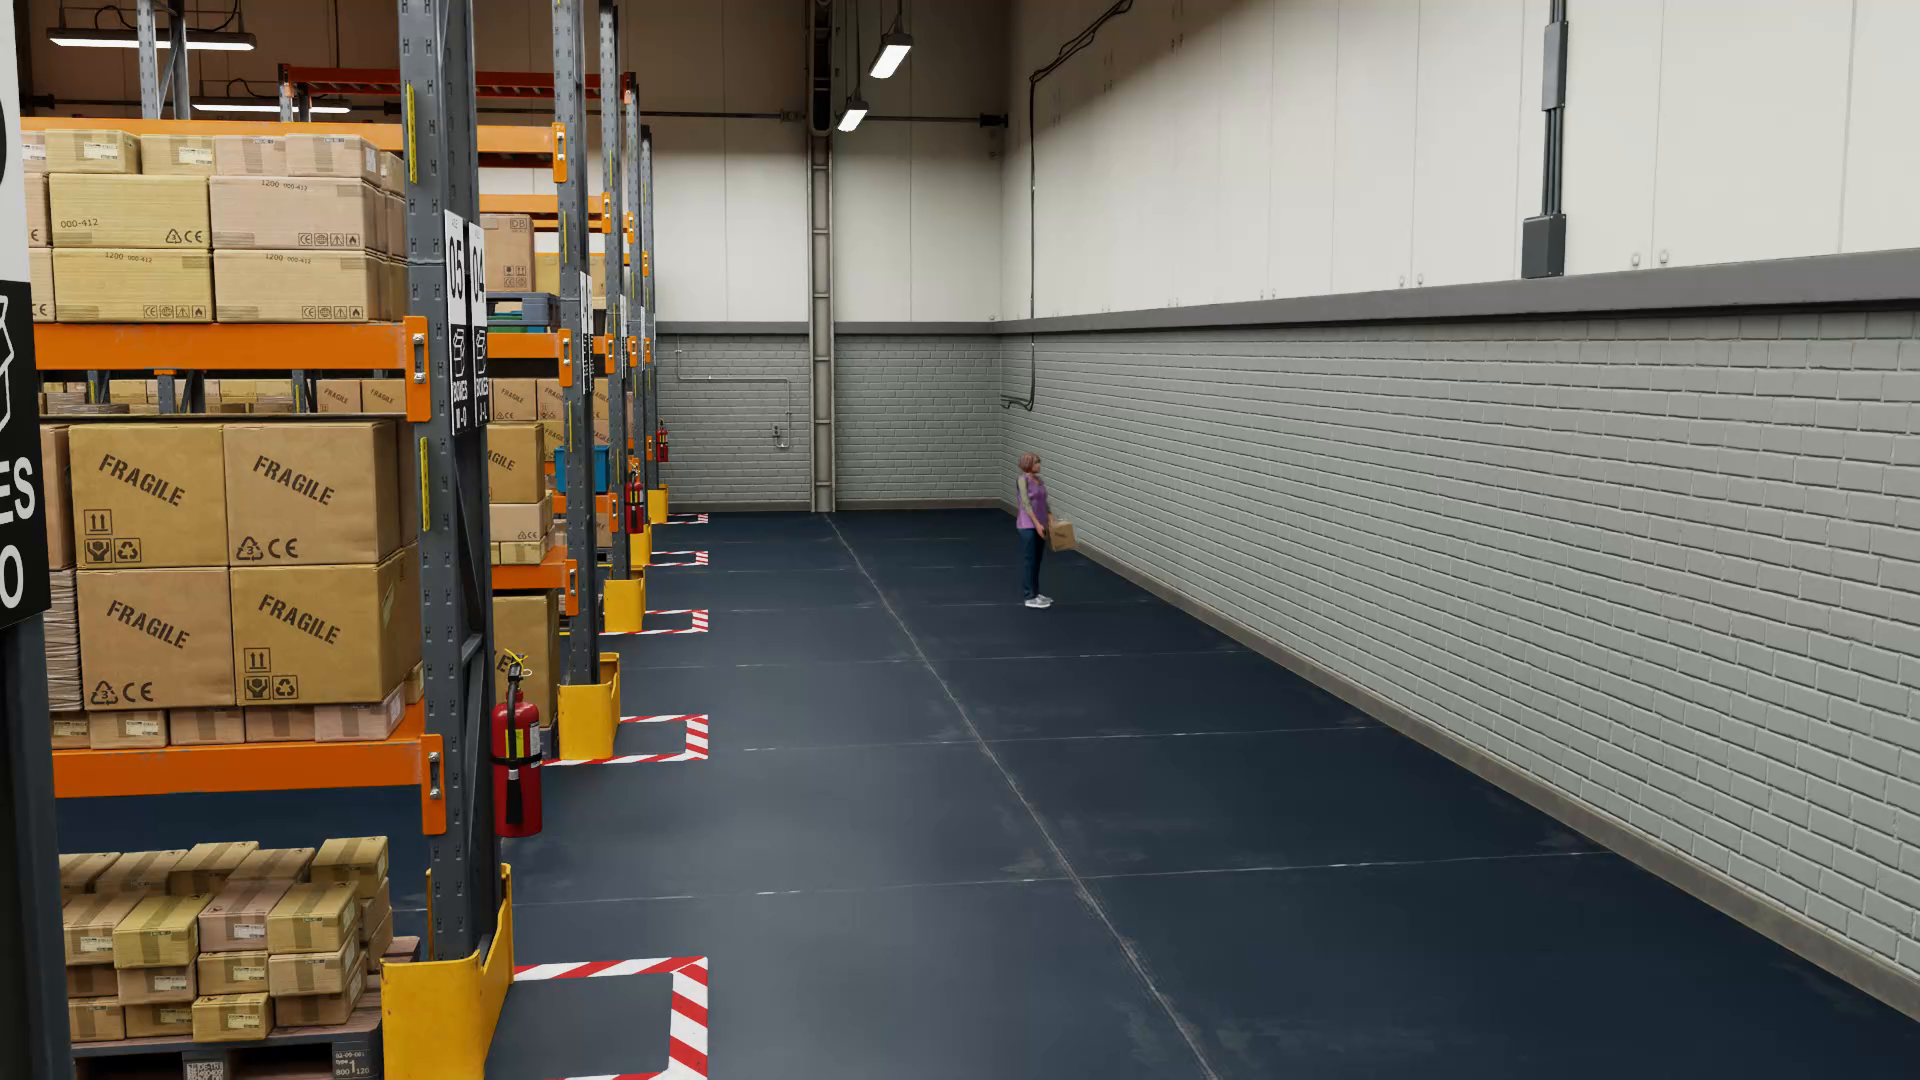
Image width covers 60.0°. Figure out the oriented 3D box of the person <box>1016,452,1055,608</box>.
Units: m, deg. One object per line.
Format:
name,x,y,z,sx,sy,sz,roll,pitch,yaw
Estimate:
person,0.824,-0.110,17.344,0.437,1.604,0.433,5,8,35
